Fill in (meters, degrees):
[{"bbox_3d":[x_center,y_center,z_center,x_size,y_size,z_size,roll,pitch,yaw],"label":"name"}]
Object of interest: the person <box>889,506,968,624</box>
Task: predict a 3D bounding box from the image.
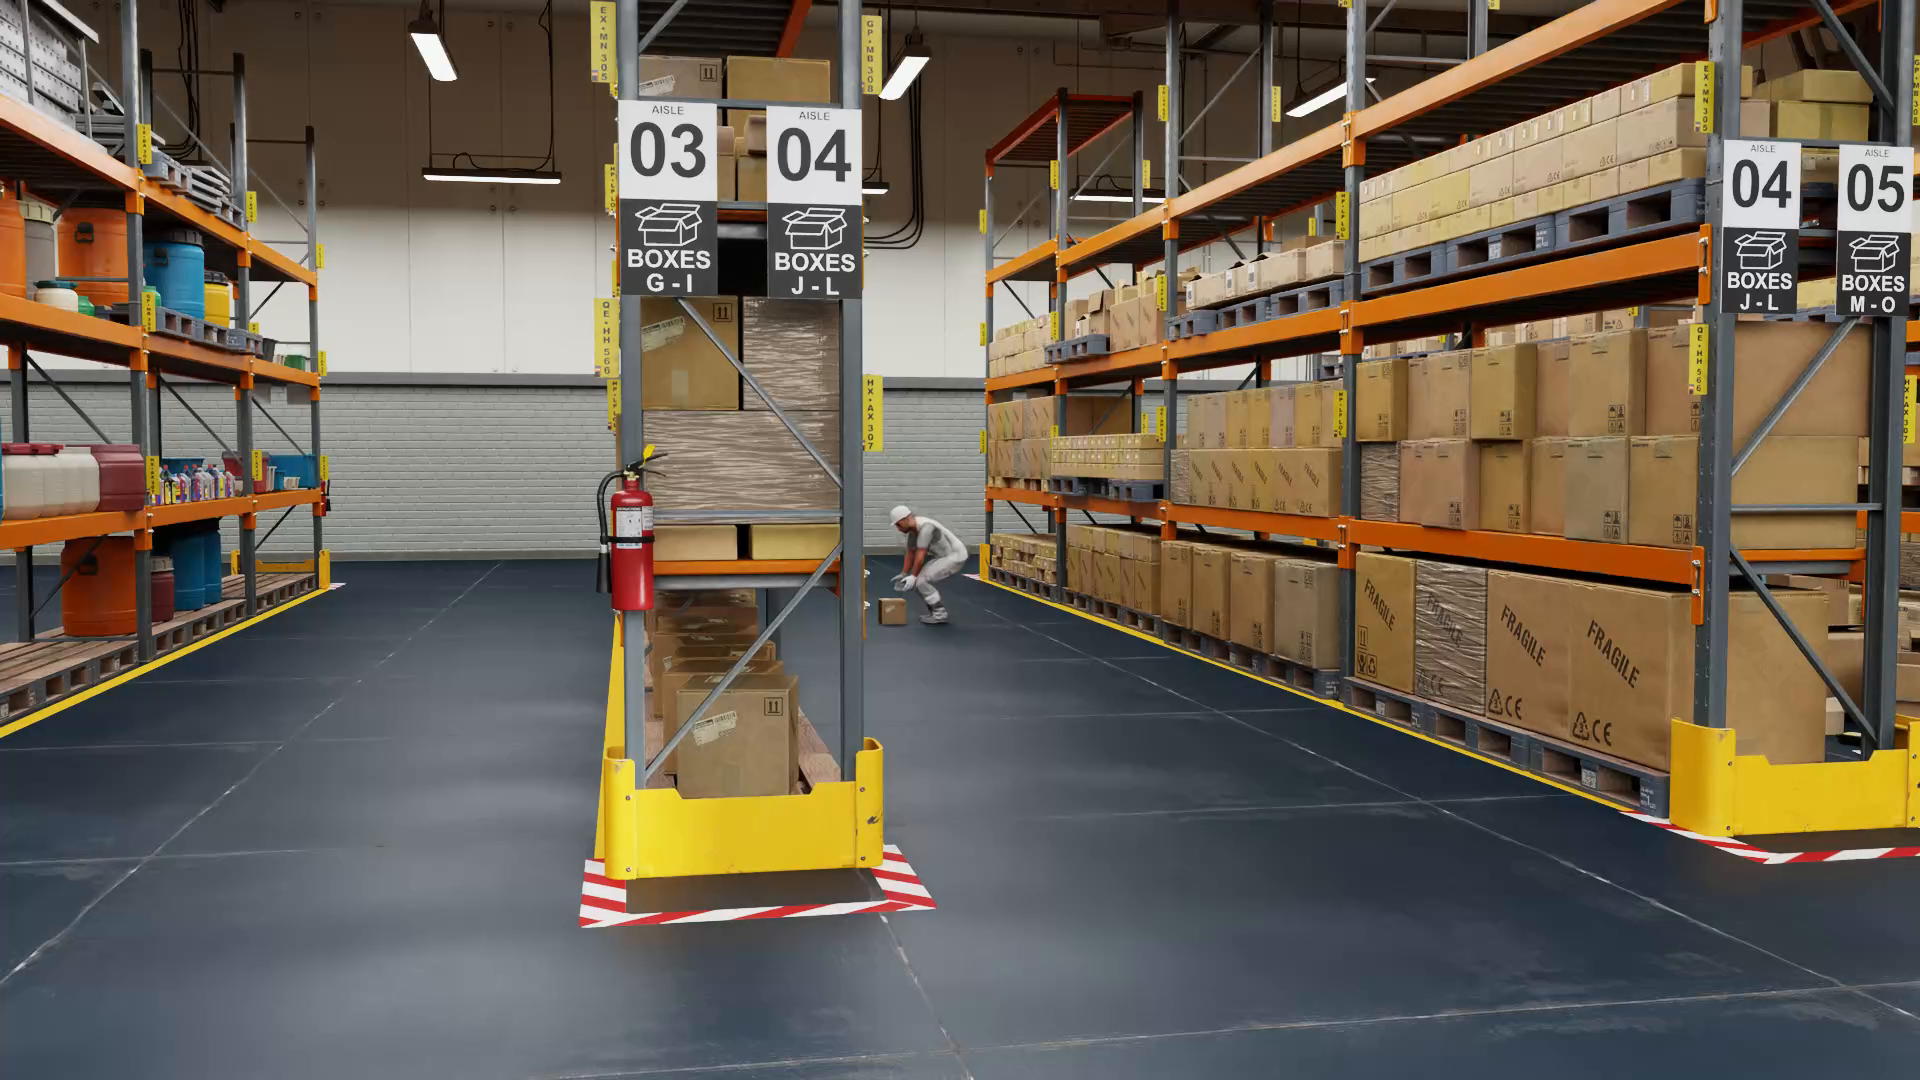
[{"bbox_3d":[-0.327,0.254,17.323,0.838,1.230,0.585,-1,3,-11],"label":"person"}]
